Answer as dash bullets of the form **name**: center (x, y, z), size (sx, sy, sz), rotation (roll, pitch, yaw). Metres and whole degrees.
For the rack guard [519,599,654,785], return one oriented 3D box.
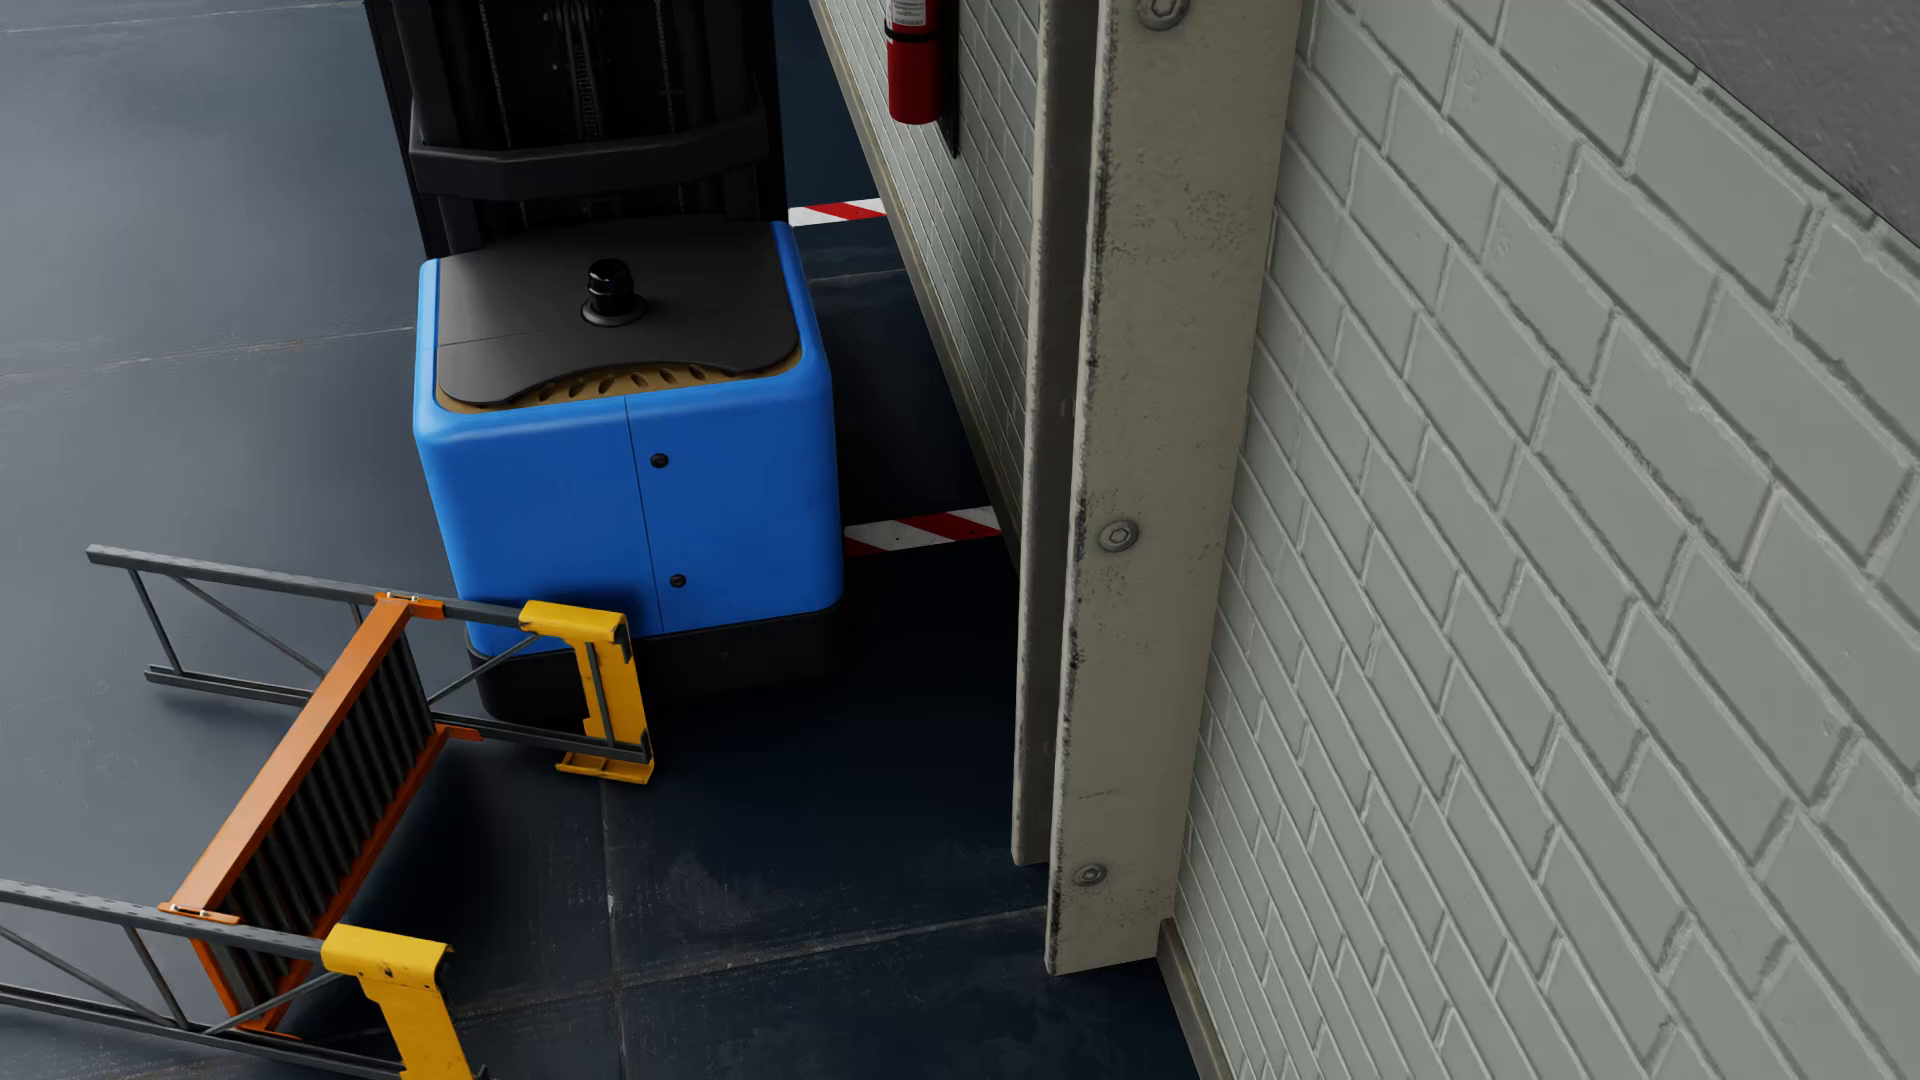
- **rack guard**: center (-0.964, 0.404, 4.326), size (0.250, 0.587, 0.087), rotation (8, 42, 9)

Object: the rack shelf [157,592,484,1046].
- **rack shelf**: center (-1.503, 0.661, 4.042), size (0.185, 0.538, 1.000), rotation (8, 42, 9)

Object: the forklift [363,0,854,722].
- **forklift**: center (-1.120, -1.583, 4.826), size (1.130, 2.935, 3.031), rotation (-8, 42, -9)

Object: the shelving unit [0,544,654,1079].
- **shelving unit**: center (-1.681, 0.643, 4.065), size (1.500, 0.587, 1.083), rotation (8, 42, 9)

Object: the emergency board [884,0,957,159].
- **emergency board**: center (-0.171, -1.816, 5.037), size (0.194, 1.169, 0.643), rotation (-8, 42, -9)

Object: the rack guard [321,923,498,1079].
- **rack guard**: center (-1.176, 1.050, 3.598), size (0.250, 0.587, 0.087), rotation (8, 42, 9)

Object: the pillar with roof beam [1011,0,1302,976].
- **pillar with roof beam**: center (-3.878, -1.836, 0.539), size (9.100, 9.000, 0.400), rotation (-8, 42, -9)

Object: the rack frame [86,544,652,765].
- **rack frame**: center (-1.571, 0.308, 4.443), size (1.500, 0.500, 0.032), rotation (8, 42, 9)

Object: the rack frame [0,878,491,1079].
- **rack frame**: center (-1.787, 0.967, 3.700), size (1.500, 0.500, 0.032), rotation (8, 42, 9)
